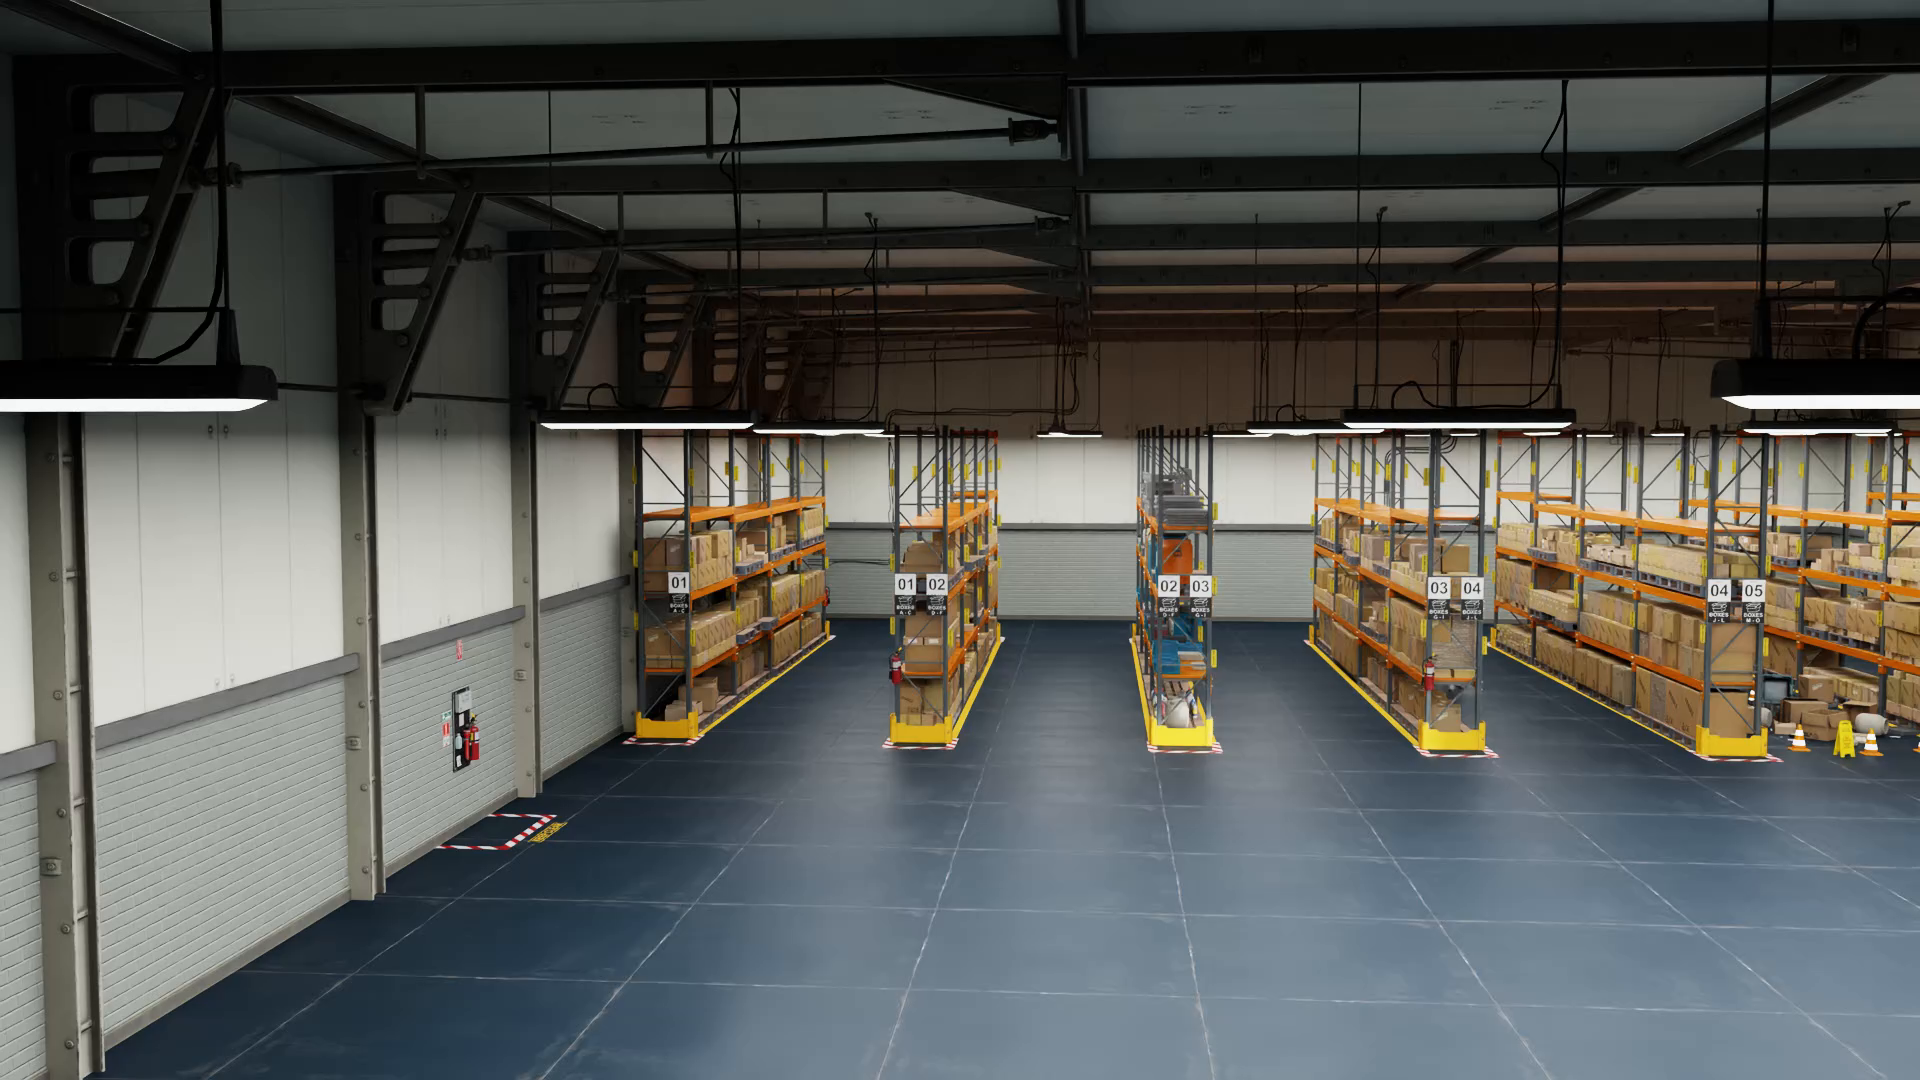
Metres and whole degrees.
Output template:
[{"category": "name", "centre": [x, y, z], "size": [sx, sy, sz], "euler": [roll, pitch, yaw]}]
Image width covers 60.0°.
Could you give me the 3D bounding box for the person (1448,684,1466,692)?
[{"category": "person", "centre": [11.198, 2.566, 37.748], "size": [0.575, 1.790, 0.530], "euler": [1, 3, 12]}]

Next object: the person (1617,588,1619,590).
[{"category": "person", "centre": [18.732, 2.107, 47.116], "size": [0.613, 1.578, 0.682], "euler": [1, 4, 14]}]

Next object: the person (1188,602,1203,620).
[{"category": "person", "centre": [6.907, 1.962, 47.882], "size": [0.551, 1.701, 1.063], "euler": [-1, 4, -14]}]
